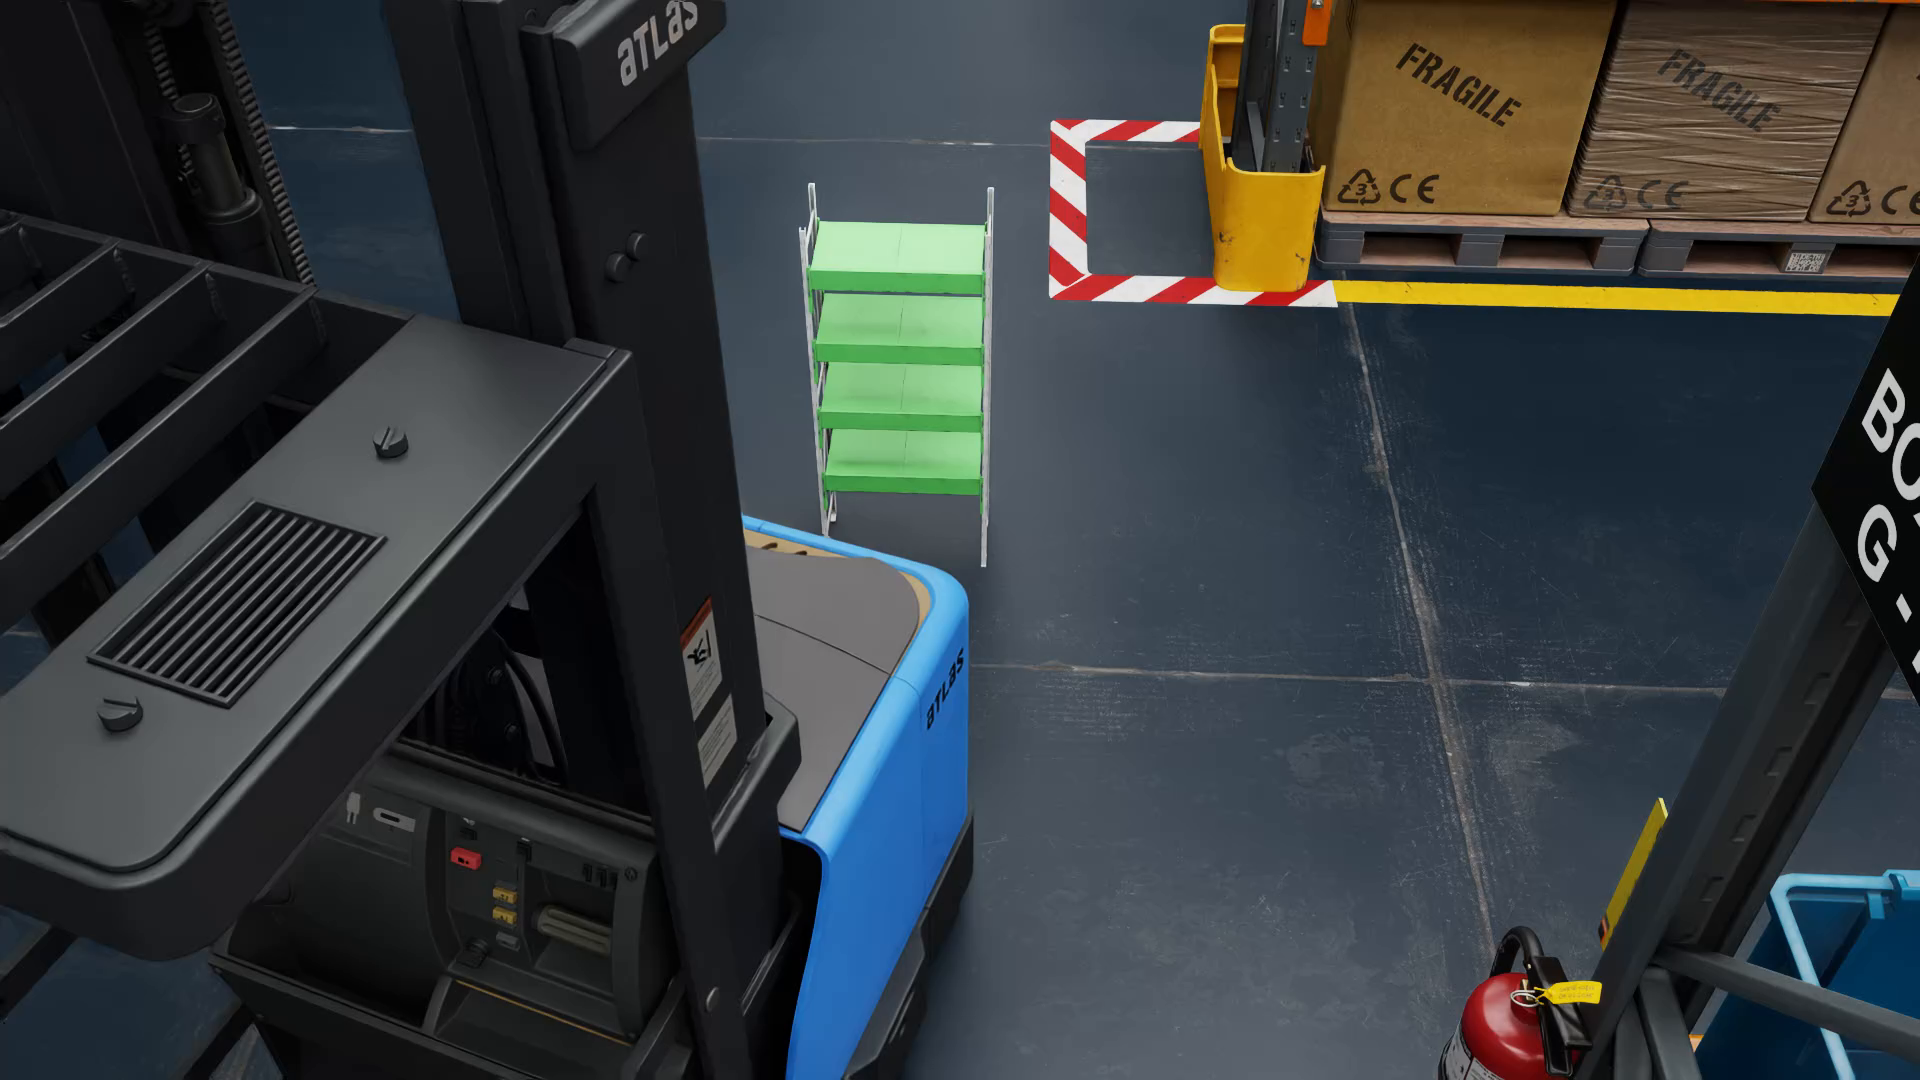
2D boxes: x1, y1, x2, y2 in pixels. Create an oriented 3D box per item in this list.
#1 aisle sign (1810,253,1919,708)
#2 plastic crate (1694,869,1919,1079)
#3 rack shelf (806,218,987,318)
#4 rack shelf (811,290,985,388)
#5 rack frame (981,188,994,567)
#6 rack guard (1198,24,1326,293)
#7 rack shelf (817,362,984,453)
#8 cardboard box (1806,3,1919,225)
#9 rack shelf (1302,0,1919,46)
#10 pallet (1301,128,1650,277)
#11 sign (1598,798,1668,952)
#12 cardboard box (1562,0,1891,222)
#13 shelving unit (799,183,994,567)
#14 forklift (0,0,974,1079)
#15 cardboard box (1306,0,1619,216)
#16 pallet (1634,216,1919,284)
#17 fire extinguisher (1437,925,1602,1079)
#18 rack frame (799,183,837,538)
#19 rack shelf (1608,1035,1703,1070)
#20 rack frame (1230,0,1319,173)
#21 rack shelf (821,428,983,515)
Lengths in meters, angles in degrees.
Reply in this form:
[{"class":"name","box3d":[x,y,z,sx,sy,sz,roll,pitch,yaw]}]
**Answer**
[{"class":"aisle sign","box3d":[0.902,-0.209,1.366,0.004,0.787,0.394,2,43,2]},{"class":"plastic crate","box3d":[1.304,0.792,2.129,0.499,0.435,0.616,2,43,2]},{"class":"rack shelf","box3d":[-0.165,-0.749,4.563,0.480,0.148,0.258,2,43,2]},{"class":"rack shelf","box3d":[-0.165,-0.573,4.726,0.480,0.148,0.258,2,43,2]},{"class":"rack frame","box3d":[0.078,-0.437,4.838,0.015,1.200,0.240,2,43,2]},{"class":"rack guard","box3d":[1.160,-1.515,6.509,0.348,0.500,1.175,2,43,2]},{"class":"rack shelf","box3d":[-0.165,-0.397,4.890,0.480,0.148,0.258,2,43,2]},{"class":"cardboard box","box3d":[3.625,-1.784,6.215,0.875,0.875,0.875,2,43,2]},{"class":"rack shelf","box3d":[3.182,-2.104,5.836,4.000,0.370,1.077,2,43,2]},{"class":"pallet","box3d":[1.987,-1.437,6.638,1.213,0.211,1.003,2,43,2]},{"class":"sign","box3d":[0.970,0.509,2.383,0.005,0.325,0.100,2,43,2]},{"class":"cardboard box","box3d":[2.736,-1.812,6.245,0.875,0.875,0.875,2,43,2]},{"class":"shelving unit","box3d":[-0.165,-0.444,4.846,0.503,1.200,0.258,2,43,2]},{"class":"forklift","box3d":[-0.973,0.606,2.450,1.130,2.935,3.031,15,45,15]},{"class":"cardboard box","box3d":[1.827,-1.840,6.275,0.875,0.875,0.875,2,43,2]},{"class":"pallet","box3d":[3.202,-1.398,6.595,1.213,0.211,1.003,2,43,2]},{"class":"fire extinguisher","box3d":[0.831,0.795,2.526,0.183,0.674,0.296,2,43,2]},{"class":"rack frame","box3d":[-0.409,-0.452,4.855,0.015,1.200,0.240,2,43,2]},{"class":"rack shelf","box3d":[2.959,1.269,2.215,4.000,0.370,1.077,2,43,2]},{"class":"rack frame","box3d":[1.184,-2.428,5.656,0.127,3.000,1.000,2,43,2]},{"class":"rack shelf","box3d":[-0.165,-0.222,5.054,0.480,0.148,0.258,2,43,2]}]
